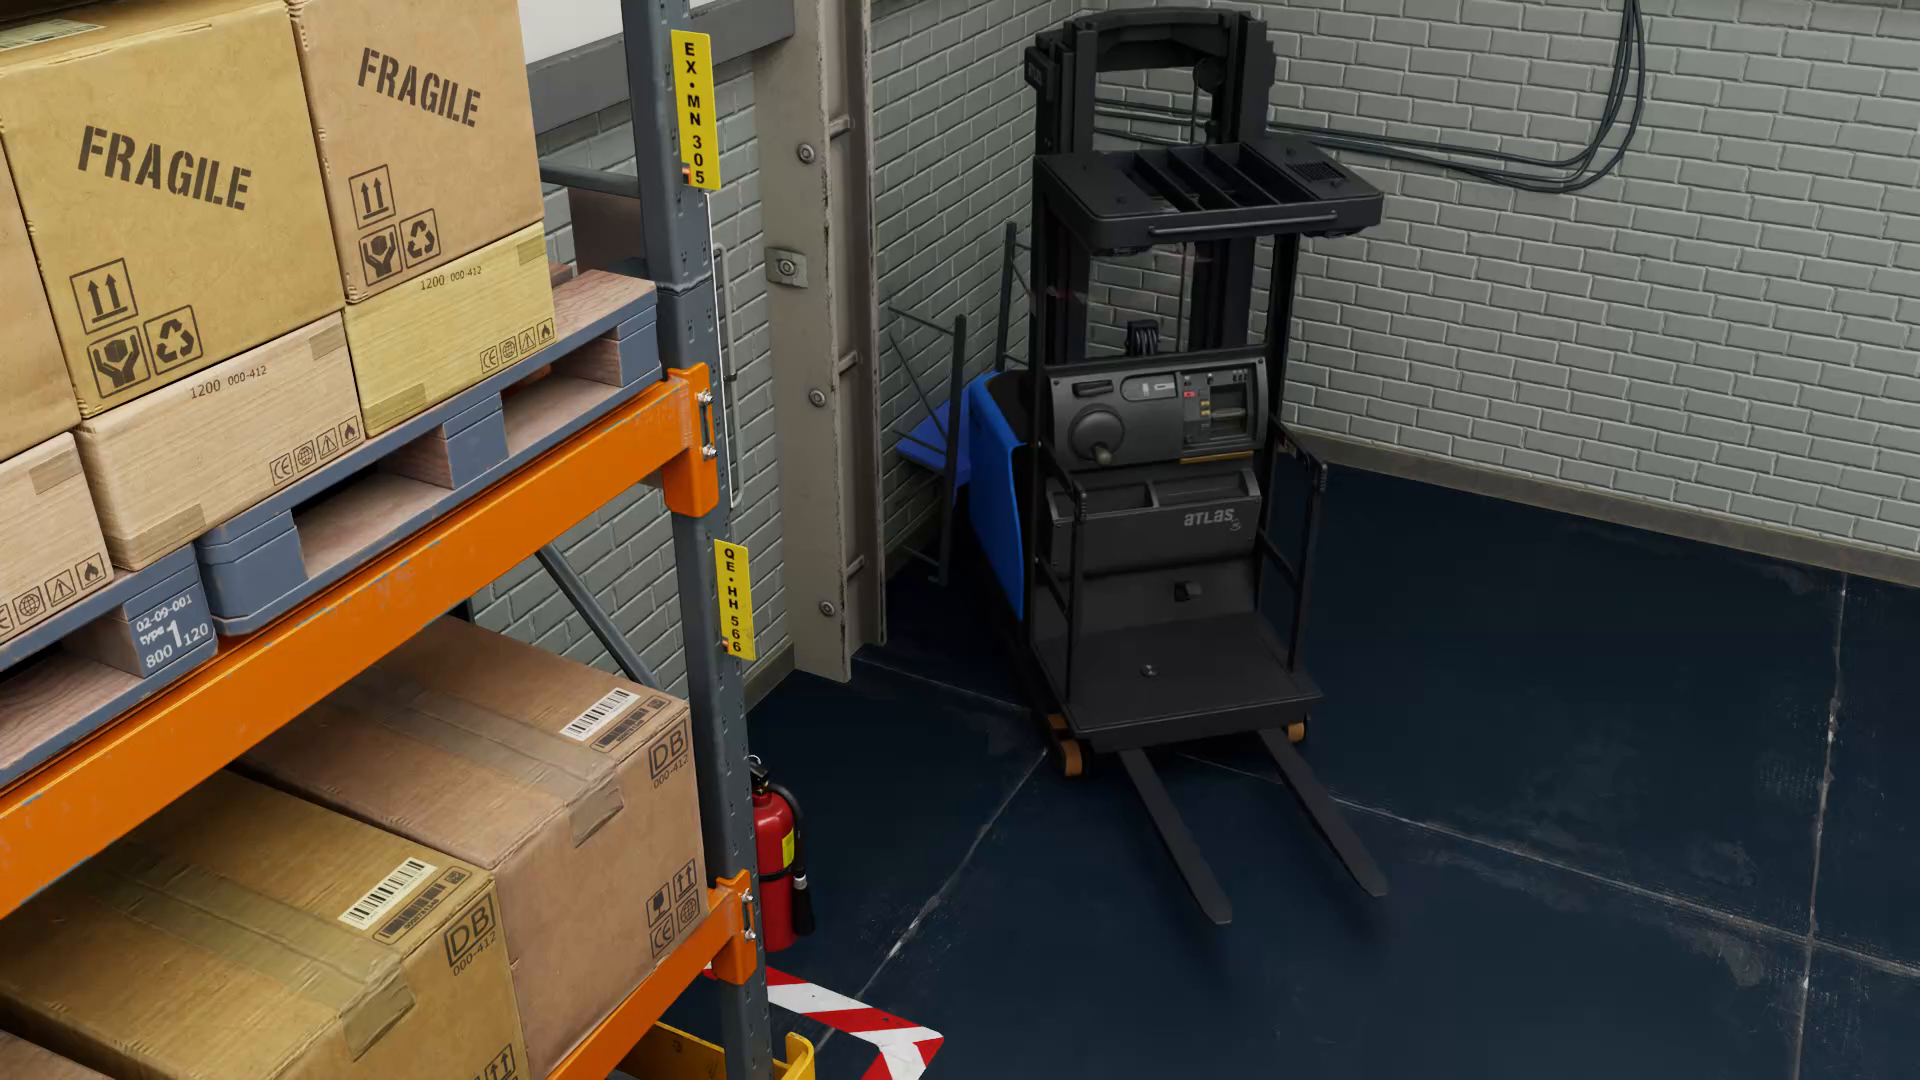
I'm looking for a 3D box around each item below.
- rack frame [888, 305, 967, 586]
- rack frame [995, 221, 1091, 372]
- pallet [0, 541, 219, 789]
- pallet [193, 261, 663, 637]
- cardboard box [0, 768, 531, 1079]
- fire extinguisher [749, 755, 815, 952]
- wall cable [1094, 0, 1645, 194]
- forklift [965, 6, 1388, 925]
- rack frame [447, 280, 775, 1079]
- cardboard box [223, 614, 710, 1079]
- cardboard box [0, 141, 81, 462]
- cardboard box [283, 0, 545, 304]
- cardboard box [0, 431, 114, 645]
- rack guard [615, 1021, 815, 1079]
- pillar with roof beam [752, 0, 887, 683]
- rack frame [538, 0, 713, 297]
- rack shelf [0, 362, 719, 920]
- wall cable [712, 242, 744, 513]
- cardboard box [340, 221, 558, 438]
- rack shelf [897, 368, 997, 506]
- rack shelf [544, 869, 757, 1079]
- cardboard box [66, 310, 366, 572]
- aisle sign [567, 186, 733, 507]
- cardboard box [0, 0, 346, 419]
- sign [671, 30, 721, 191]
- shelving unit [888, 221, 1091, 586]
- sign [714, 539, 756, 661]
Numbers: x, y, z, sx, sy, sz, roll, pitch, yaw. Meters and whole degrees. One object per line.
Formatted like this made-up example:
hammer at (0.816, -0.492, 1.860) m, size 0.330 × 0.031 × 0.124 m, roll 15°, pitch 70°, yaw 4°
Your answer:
rack frame at (-0.221, -0.482, 8.064) m, size 0.500 × 1.500 × 0.032 m, roll 26°, pitch 40°, yaw 29°
rack frame at (0.399, -0.903, 8.752) m, size 0.500 × 1.500 × 0.032 m, roll 26°, pitch 40°, yaw 29°
pallet at (-1.914, 0.237, 2.402) m, size 1.003 × 0.211 × 1.213 m, roll 14°, pitch 33°, yaw 23°
pallet at (-1.360, -0.306, 3.348) m, size 1.003 × 0.211 × 1.213 m, roll 14°, pitch 33°, yaw 23°
cardboard box at (-1.576, 1.048, 3.611) m, size 0.980 × 0.700 × 0.700 m, roll 14°, pitch 33°, yaw 23°
fire extinguisher at (-0.551, 0.858, 4.696) m, size 0.296 × 0.674 × 0.183 m, roll 14°, pitch 33°, yaw 23°
wall cable at (1.864, -3.056, 8.154) m, size 3.097 × 2.526 × 0.112 m, roll 14°, pitch 33°, yaw 23°
forklift at (0.875, -0.480, 6.643) m, size 1.130 × 2.935 × 3.031 m, roll -7°, pitch 31°, yaw -12°
rack frame at (-1.031, 0.625, 4.649) m, size 1.000 × 3.000 × 0.127 m, roll 14°, pitch 33°, yaw 23°
cardboard box at (-1.254, 0.723, 4.177) m, size 0.980 × 0.700 × 0.700 m, roll 16°, pitch 33°, yaw 25°
cardboard box at (-1.589, -0.322, 2.163) m, size 0.500 × 0.500 × 0.500 m, roll 13°, pitch 32°, yaw 21°
cardboard box at (-1.121, -0.775, 2.951) m, size 0.500 × 0.500 × 0.500 m, roll 14°, pitch 33°, yaw 23°
cardboard box at (-1.597, 0.012, 2.334) m, size 0.500 × 0.250 × 0.500 m, roll 13°, pitch 32°, yaw 22°
rack guard at (-1.020, 1.698, 5.290) m, size 1.175 × 0.500 × 0.348 m, roll 14°, pitch 33°, yaw 23°
pillar with roof beam at (3.261, -2.393, 3.881) m, size 9.100 × 9.000 × 0.400 m, roll 14°, pitch 33°, yaw 23°
rack frame at (-1.031, -1.976, 3.155) m, size 1.000 × 3.000 × 0.127 m, roll 14°, pitch 33°, yaw 23°
rack shelf at (-1.942, 0.523, 2.538) m, size 1.077 × 0.370 × 4.000 m, roll 14°, pitch 33°, yaw 23°
wall cable at (-1.290, -0.598, 5.759) m, size 0.084 × 1.984 × 1.851 m, roll 14°, pitch 33°, yaw 23°
cardboard box at (-1.128, -0.451, 3.140) m, size 0.500 × 0.250 × 0.500 m, roll 15°, pitch 33°, yaw 25°
rack shelf at (0.078, -0.544, 8.509) m, size 0.538 × 0.185 × 1.000 m, roll 26°, pitch 40°, yaw 29°
rack shelf at (-1.942, 1.824, 3.285) m, size 1.077 × 0.370 × 4.000 m, roll 14°, pitch 33°, yaw 23°
cardboard box at (-1.364, -0.220, 2.738) m, size 0.500 × 0.250 × 0.500 m, roll 13°, pitch 32°, yaw 21°
aisle sign at (-0.731, -0.466, 3.939) m, size 0.394 × 0.787 × 0.004 m, roll 14°, pitch 33°, yaw 23°
cardboard box at (-1.359, -0.556, 2.569) m, size 0.500 × 0.500 × 0.500 m, roll 15°, pitch 33°, yaw 25°
sign at (-0.554, -0.896, 3.476) m, size 0.100 × 0.325 × 0.005 m, roll 14°, pitch 33°, yaw 23°
shelving unit at (0.089, -0.693, 8.408) m, size 0.538 × 1.500 × 1.048 m, roll 26°, pitch 40°, yaw 29°
sign at (-0.554, 0.150, 4.077) m, size 0.100 × 0.325 × 0.005 m, roll 14°, pitch 33°, yaw 23°
